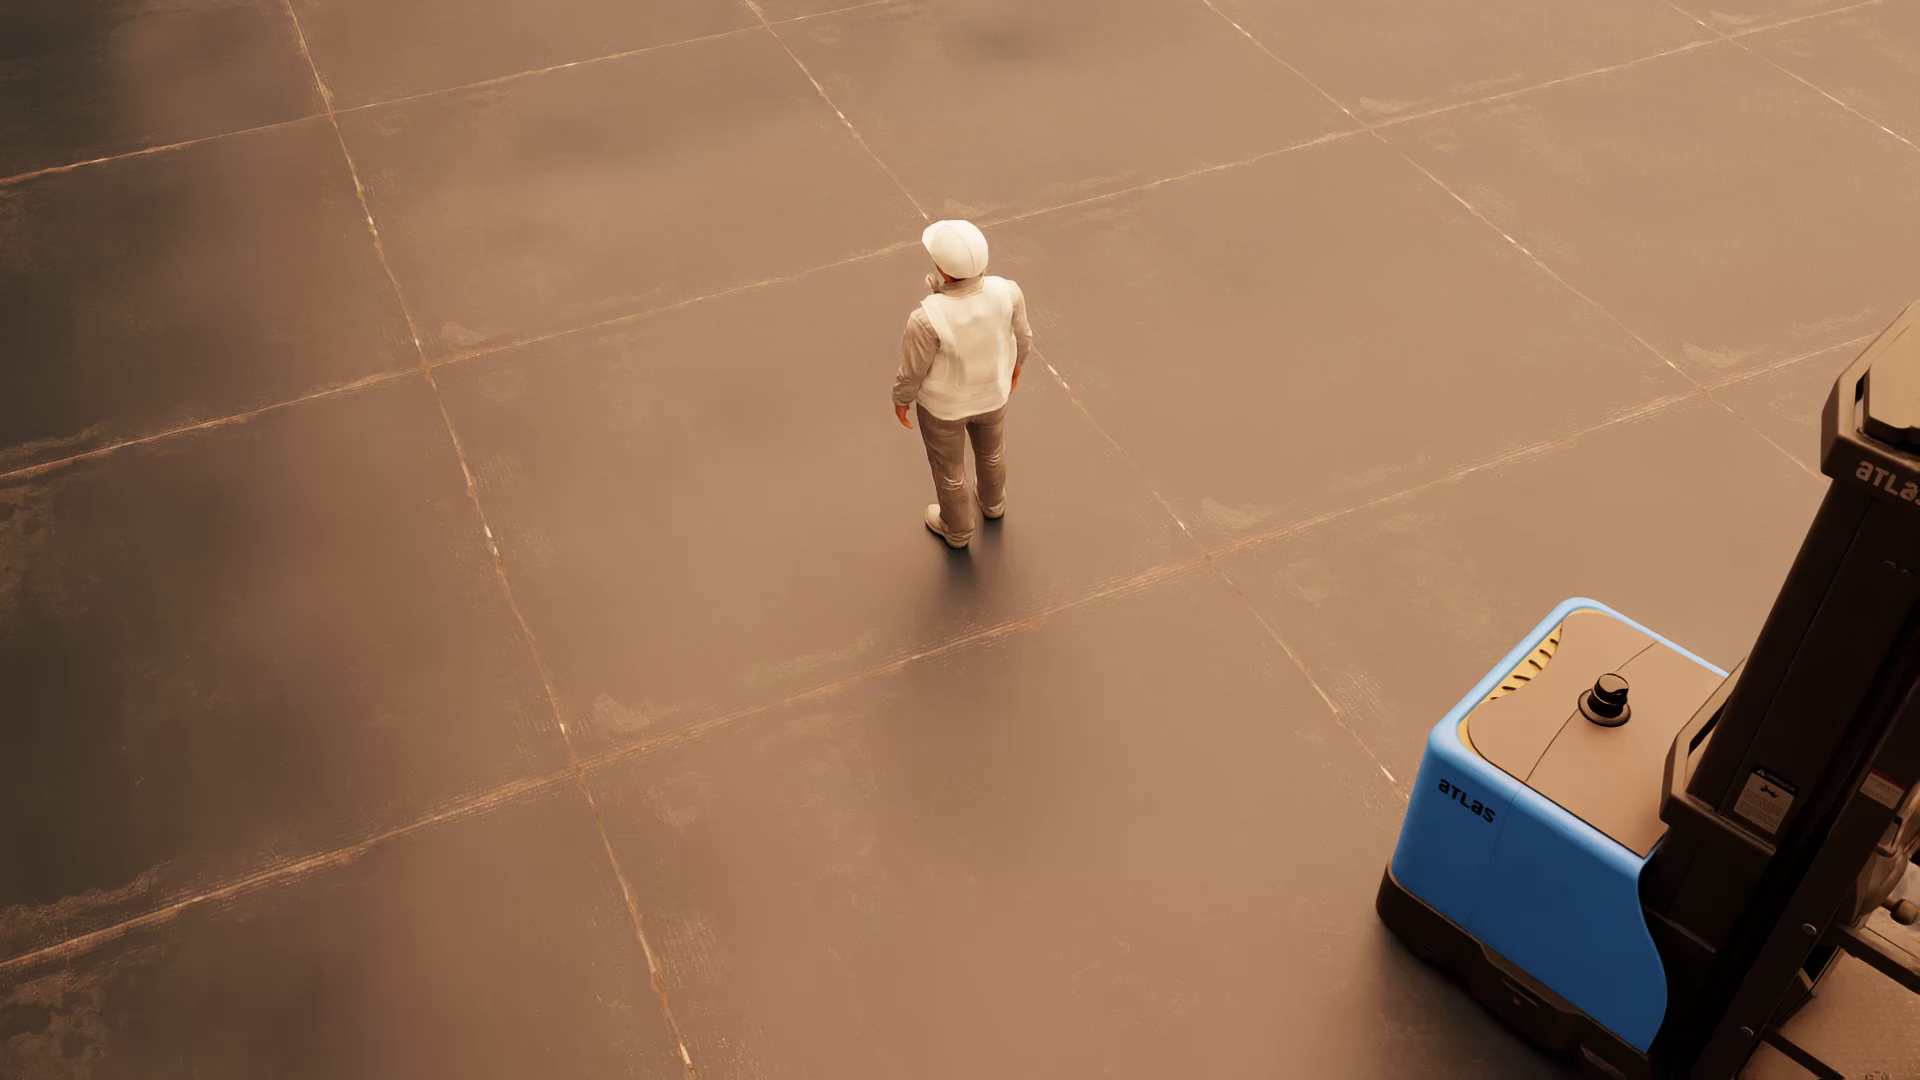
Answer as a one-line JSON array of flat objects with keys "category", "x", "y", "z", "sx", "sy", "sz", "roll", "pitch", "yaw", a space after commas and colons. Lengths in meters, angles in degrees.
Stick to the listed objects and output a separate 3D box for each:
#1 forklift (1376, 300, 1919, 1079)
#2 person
[{"category": "forklift", "x": 2.963, "y": 0.839, "z": 4.781, "sx": 3.031, "sy": 2.935, "sz": 1.130, "roll": 34, "pitch": 53, "yaw": 31}, {"category": "person", "x": -0.020, "y": -0.695, "z": 7.262, "sx": 0.634, "sy": 1.775, "sz": 0.566, "roll": -18, "pitch": 46, "yaw": -18}]
